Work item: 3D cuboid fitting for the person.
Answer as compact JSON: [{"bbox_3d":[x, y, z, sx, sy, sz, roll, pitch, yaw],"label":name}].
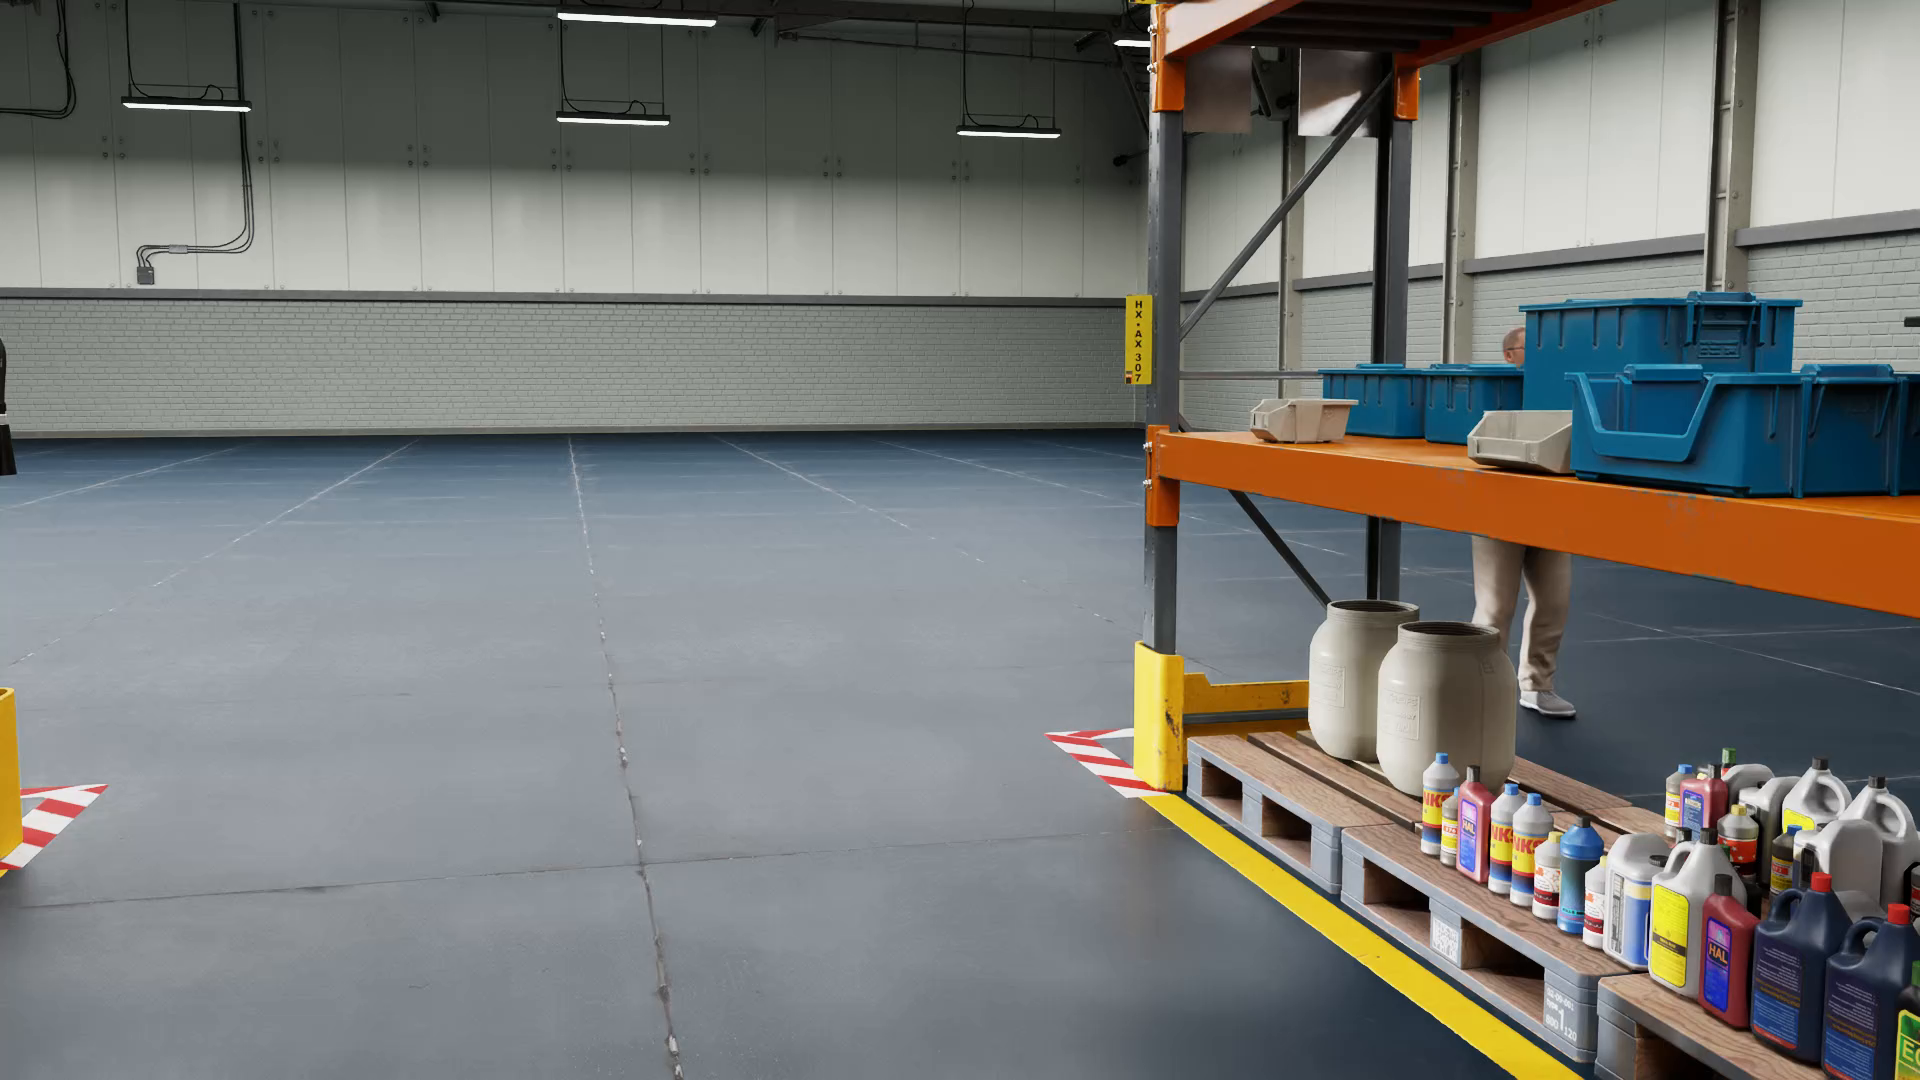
[{"bbox_3d":[2.518,-0.074,7.272,0.494,1.713,0.536,-1,6,-14],"label":"person"}]
